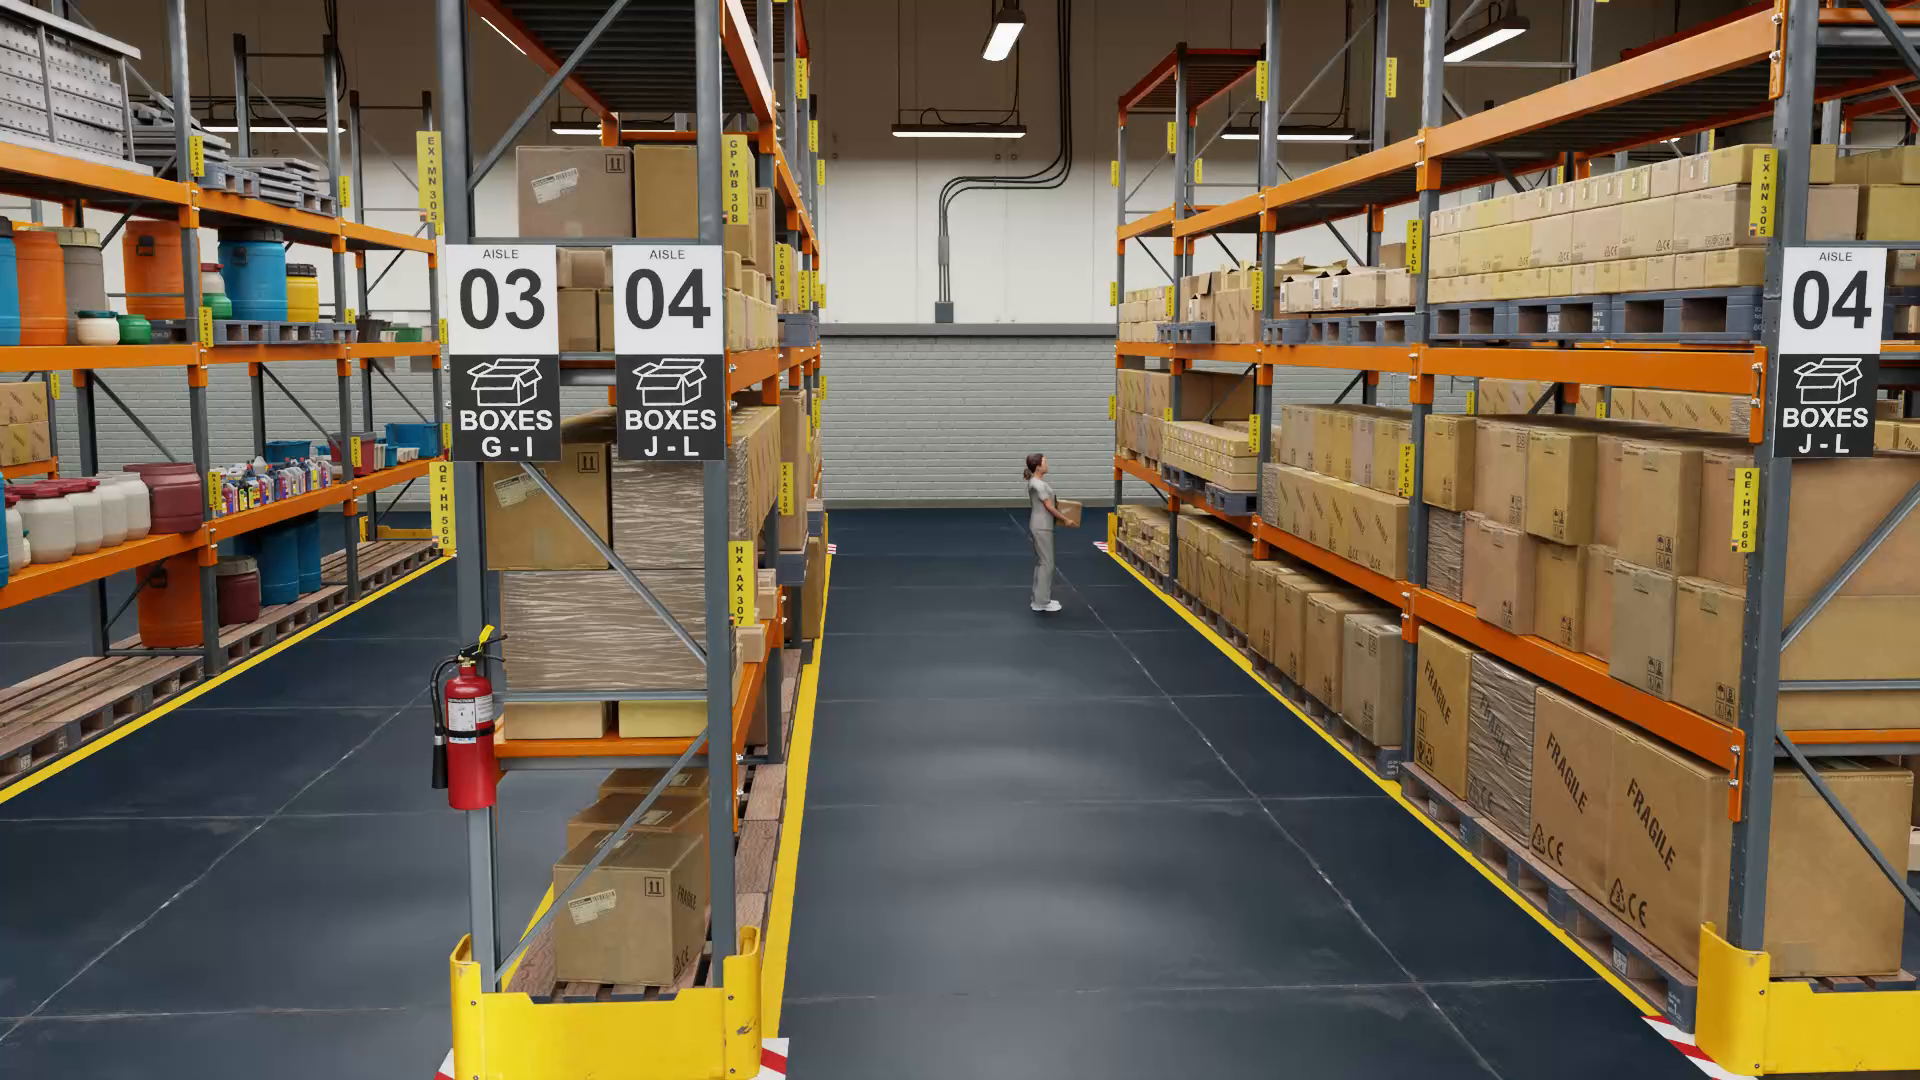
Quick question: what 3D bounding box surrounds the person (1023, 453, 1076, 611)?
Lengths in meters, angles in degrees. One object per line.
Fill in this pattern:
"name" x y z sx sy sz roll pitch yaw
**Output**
"person" 0.933 -0.091 17.584 0.552 1.654 0.438 0 7 -4
